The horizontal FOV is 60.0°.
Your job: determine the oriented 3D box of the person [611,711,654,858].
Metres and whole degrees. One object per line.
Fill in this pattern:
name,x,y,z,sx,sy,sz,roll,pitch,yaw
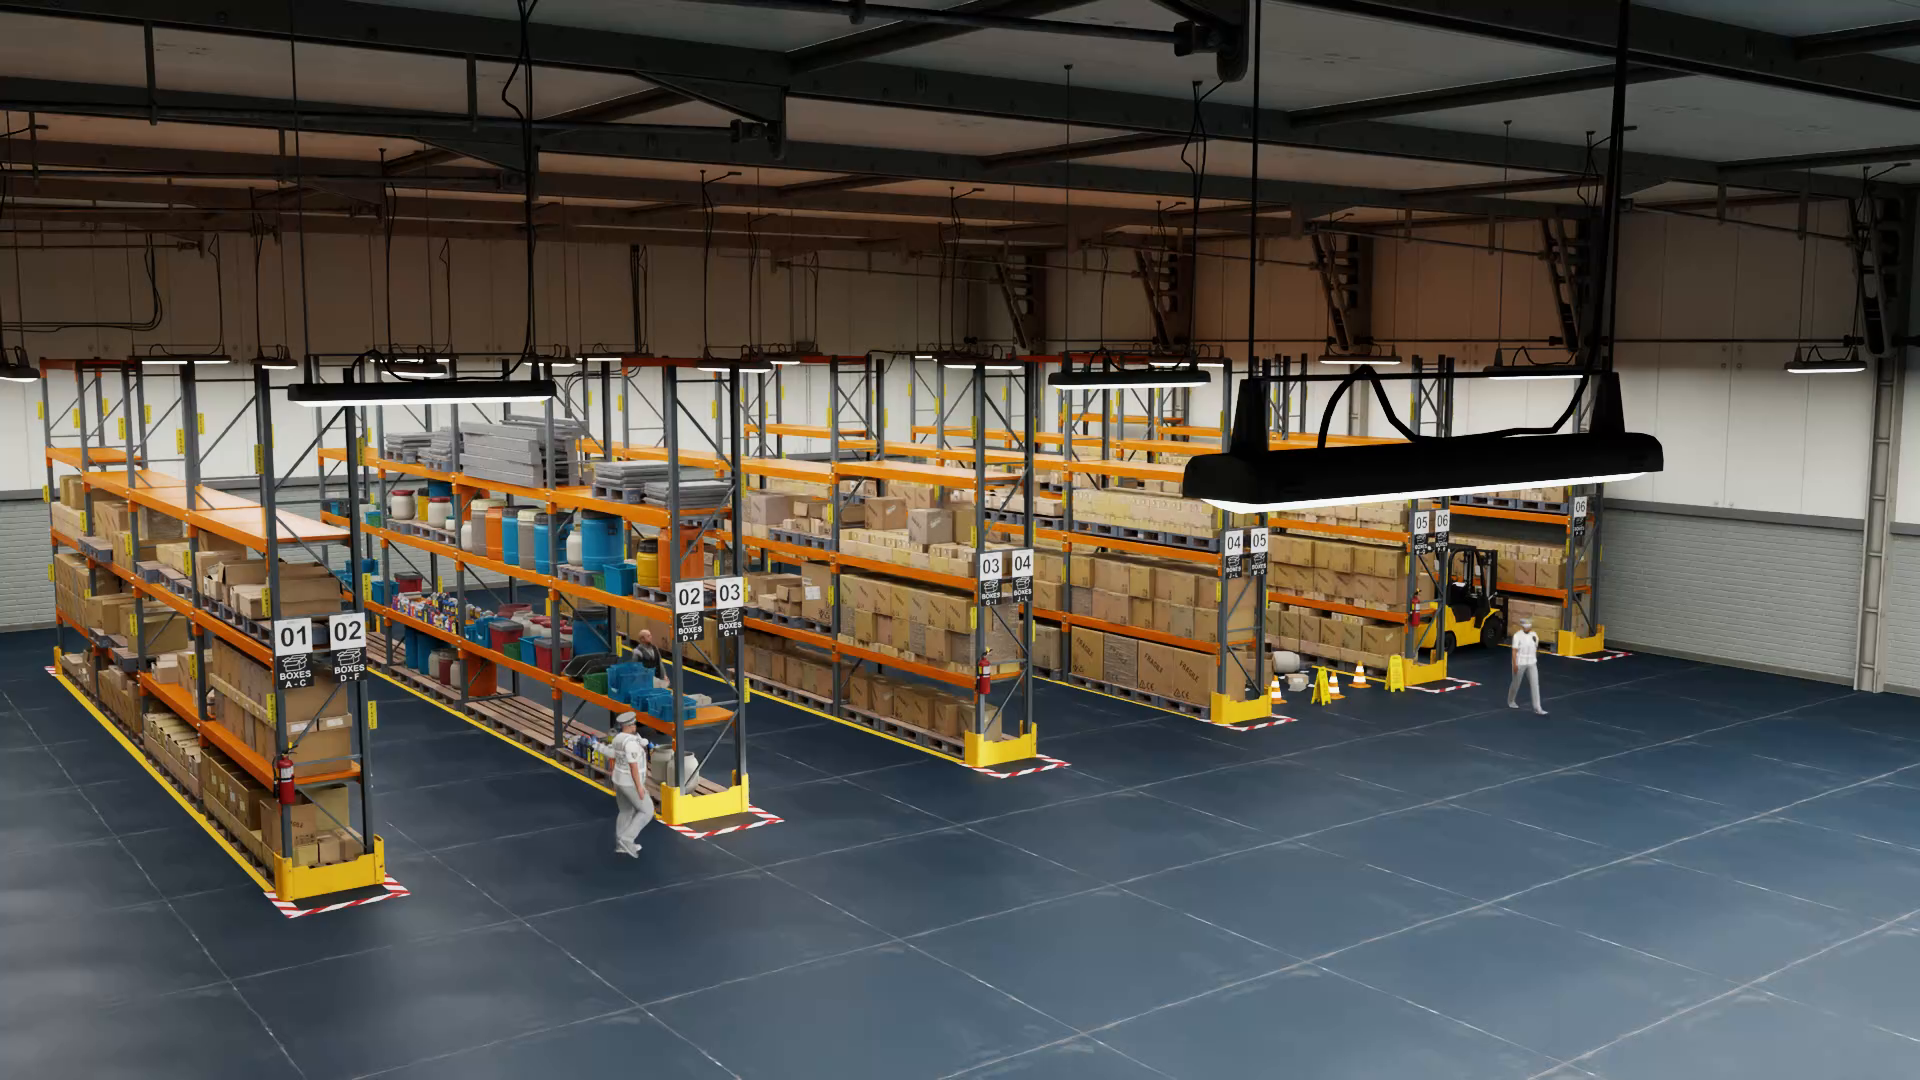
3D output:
person,-4.058,2.998,20.473,0.439,1.791,0.570,-5,8,-34

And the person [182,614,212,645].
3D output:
person,-15.895,1.439,34.015,1.069,1.574,0.400,-6,9,-40

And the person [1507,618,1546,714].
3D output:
person,9.642,2.124,28.333,0.488,1.614,0.895,0,7,-1

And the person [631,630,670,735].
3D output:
person,-5.001,2.265,26.811,1.063,1.643,0.608,5,8,35
